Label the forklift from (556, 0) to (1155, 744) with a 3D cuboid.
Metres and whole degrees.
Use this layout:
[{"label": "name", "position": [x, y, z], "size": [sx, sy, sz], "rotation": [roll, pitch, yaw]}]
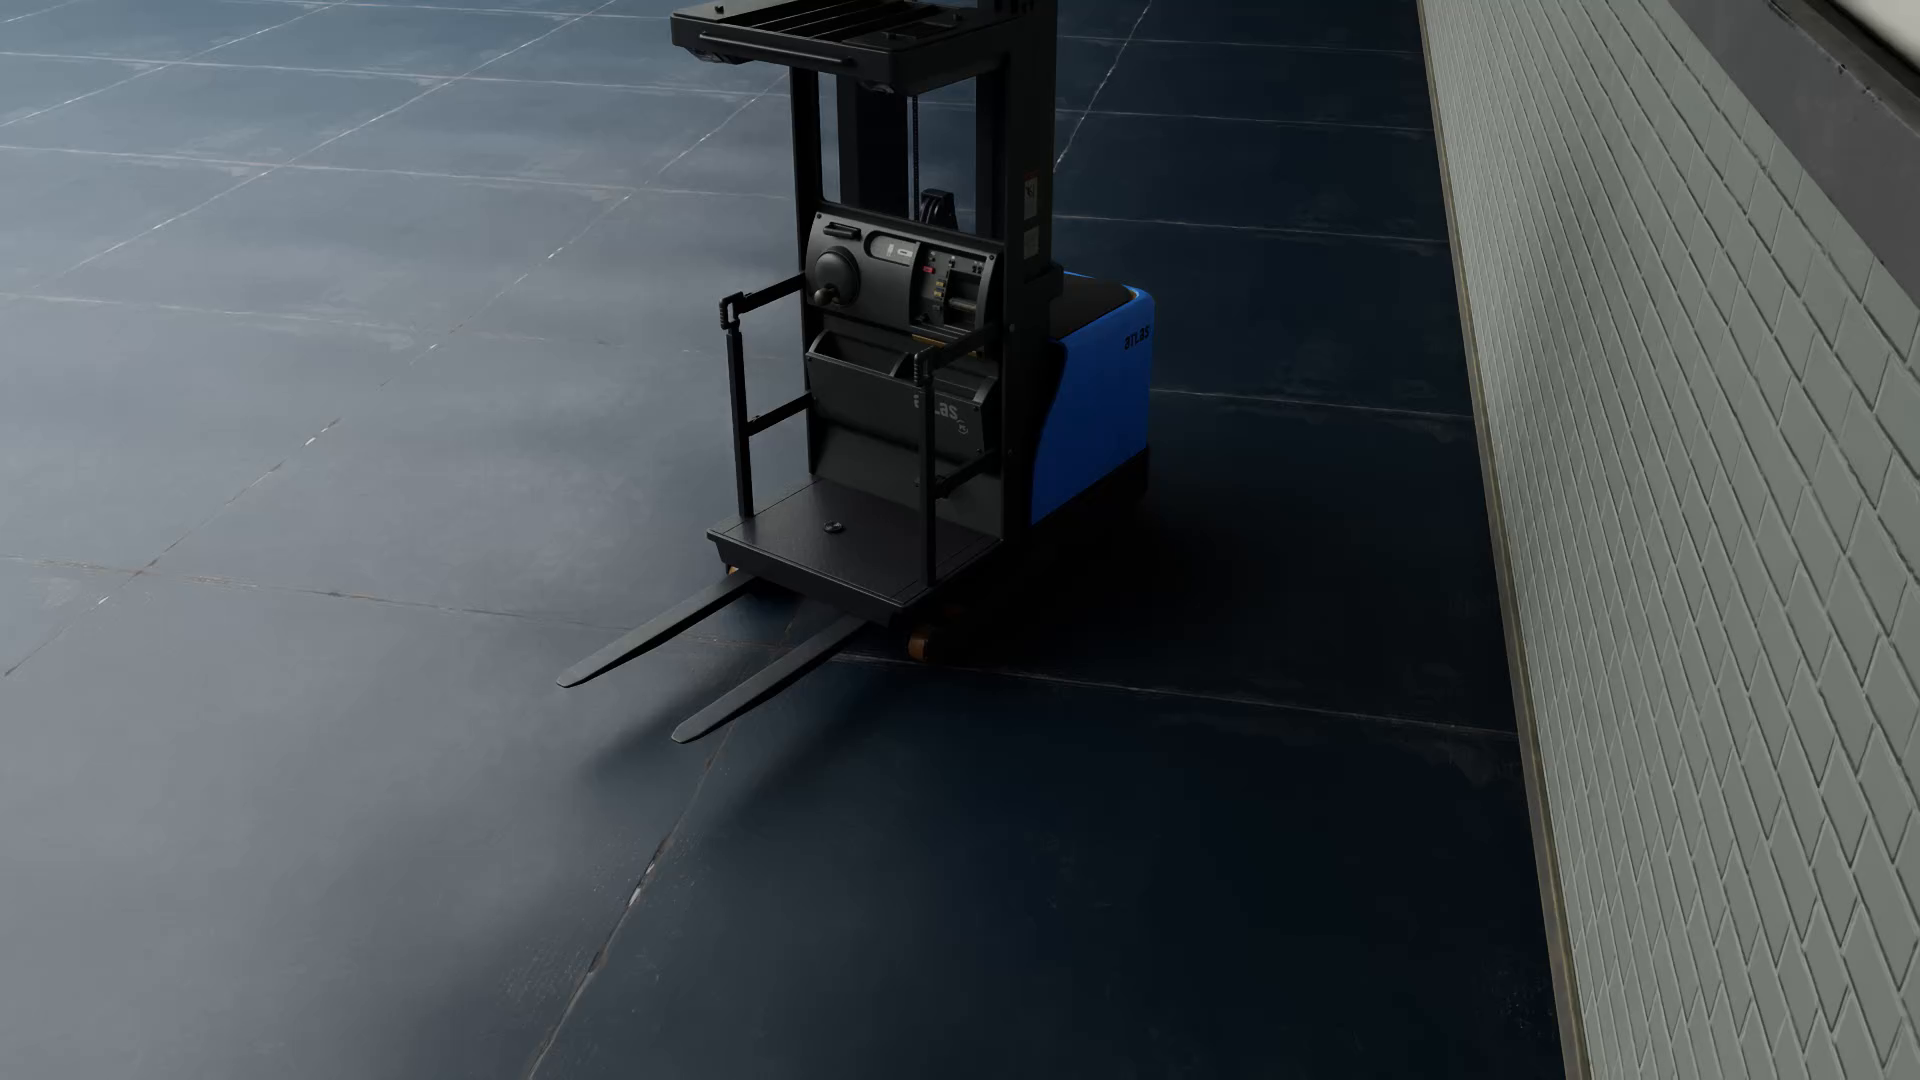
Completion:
[{"label": "forklift", "position": [-0.370, -1.043, 6.603], "size": [1.130, 2.935, 3.031], "rotation": [19, 34, 31]}]
